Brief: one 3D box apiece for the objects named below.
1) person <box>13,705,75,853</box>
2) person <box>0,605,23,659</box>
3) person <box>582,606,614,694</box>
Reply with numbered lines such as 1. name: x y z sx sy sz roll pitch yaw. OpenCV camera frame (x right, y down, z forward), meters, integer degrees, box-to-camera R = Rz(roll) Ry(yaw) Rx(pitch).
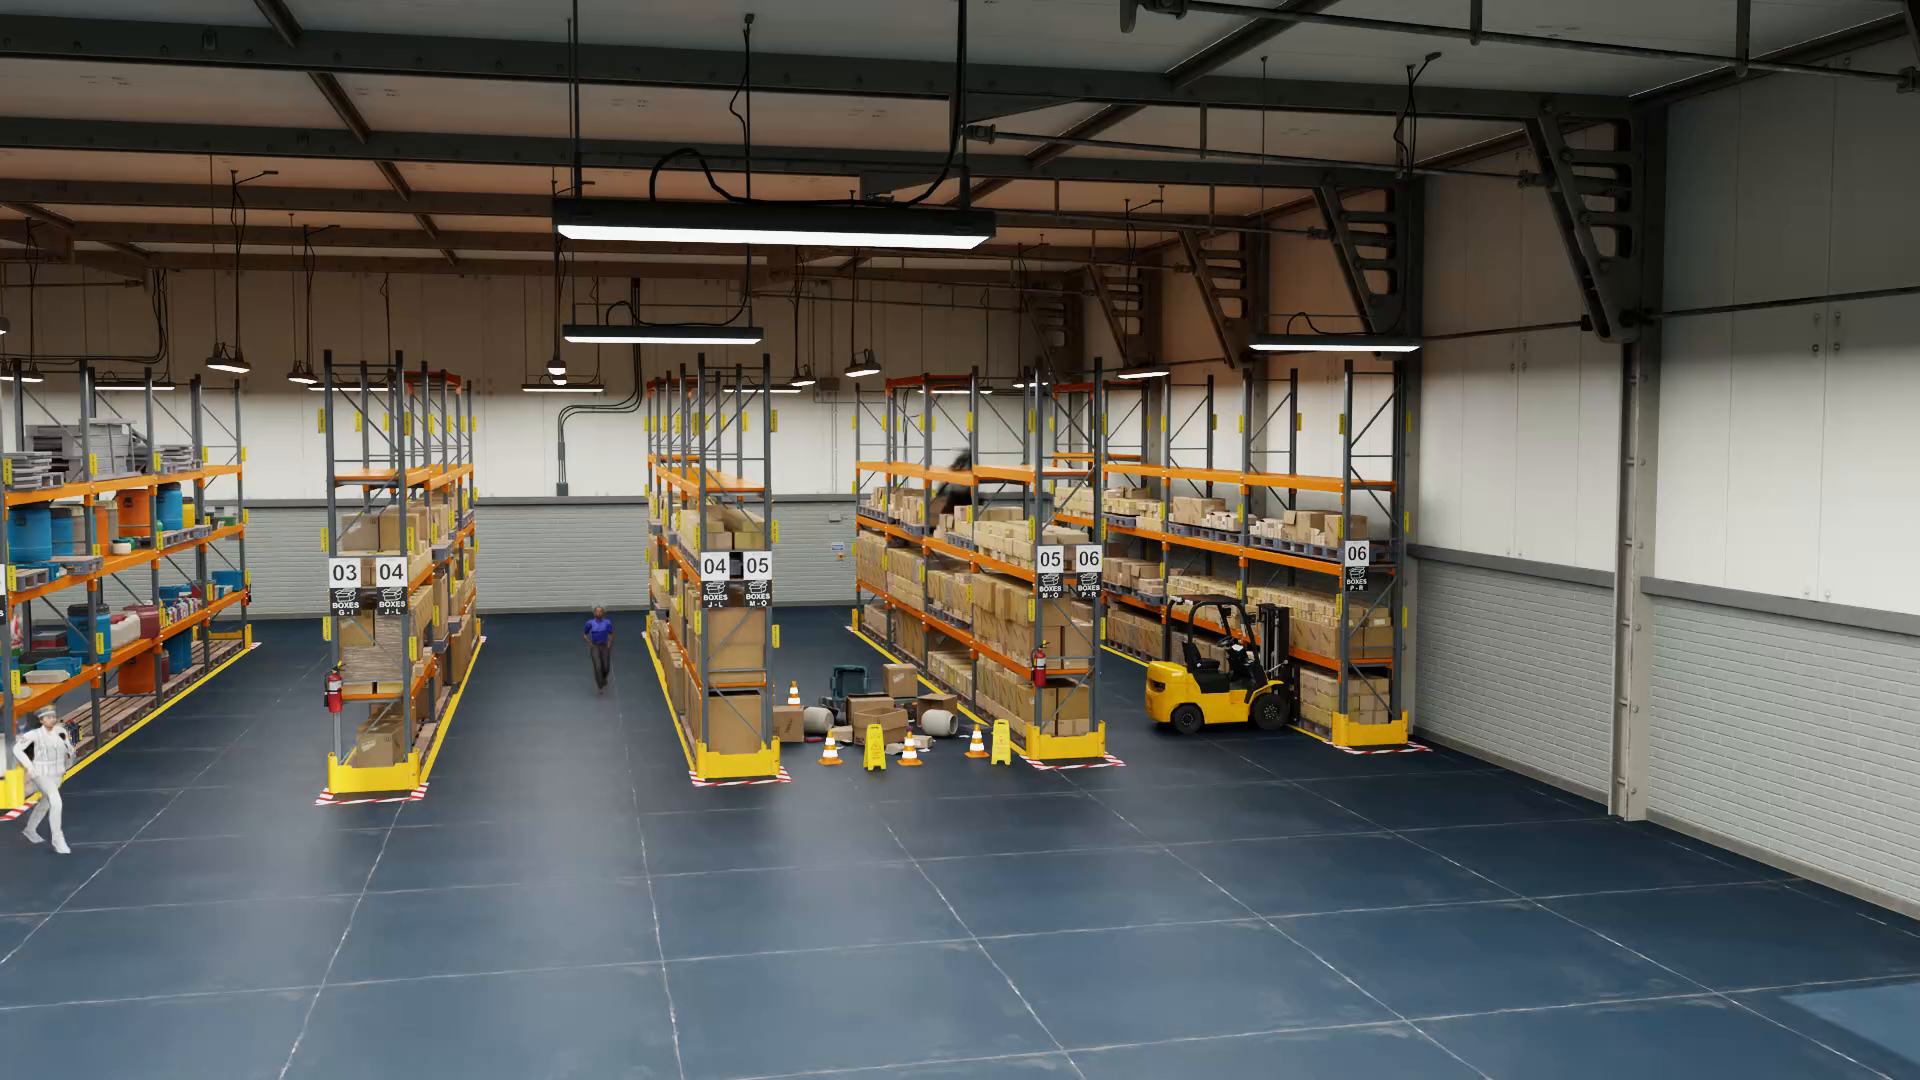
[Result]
1. person: -10.763 2.803 19.632 0.769 1.750 0.584 1 4 20
2. person: -17.445 1.984 30.481 0.641 1.744 0.649 -2 4 -28
3. person: -6.745 2.035 31.033 0.587 1.626 0.601 -1 4 -19
